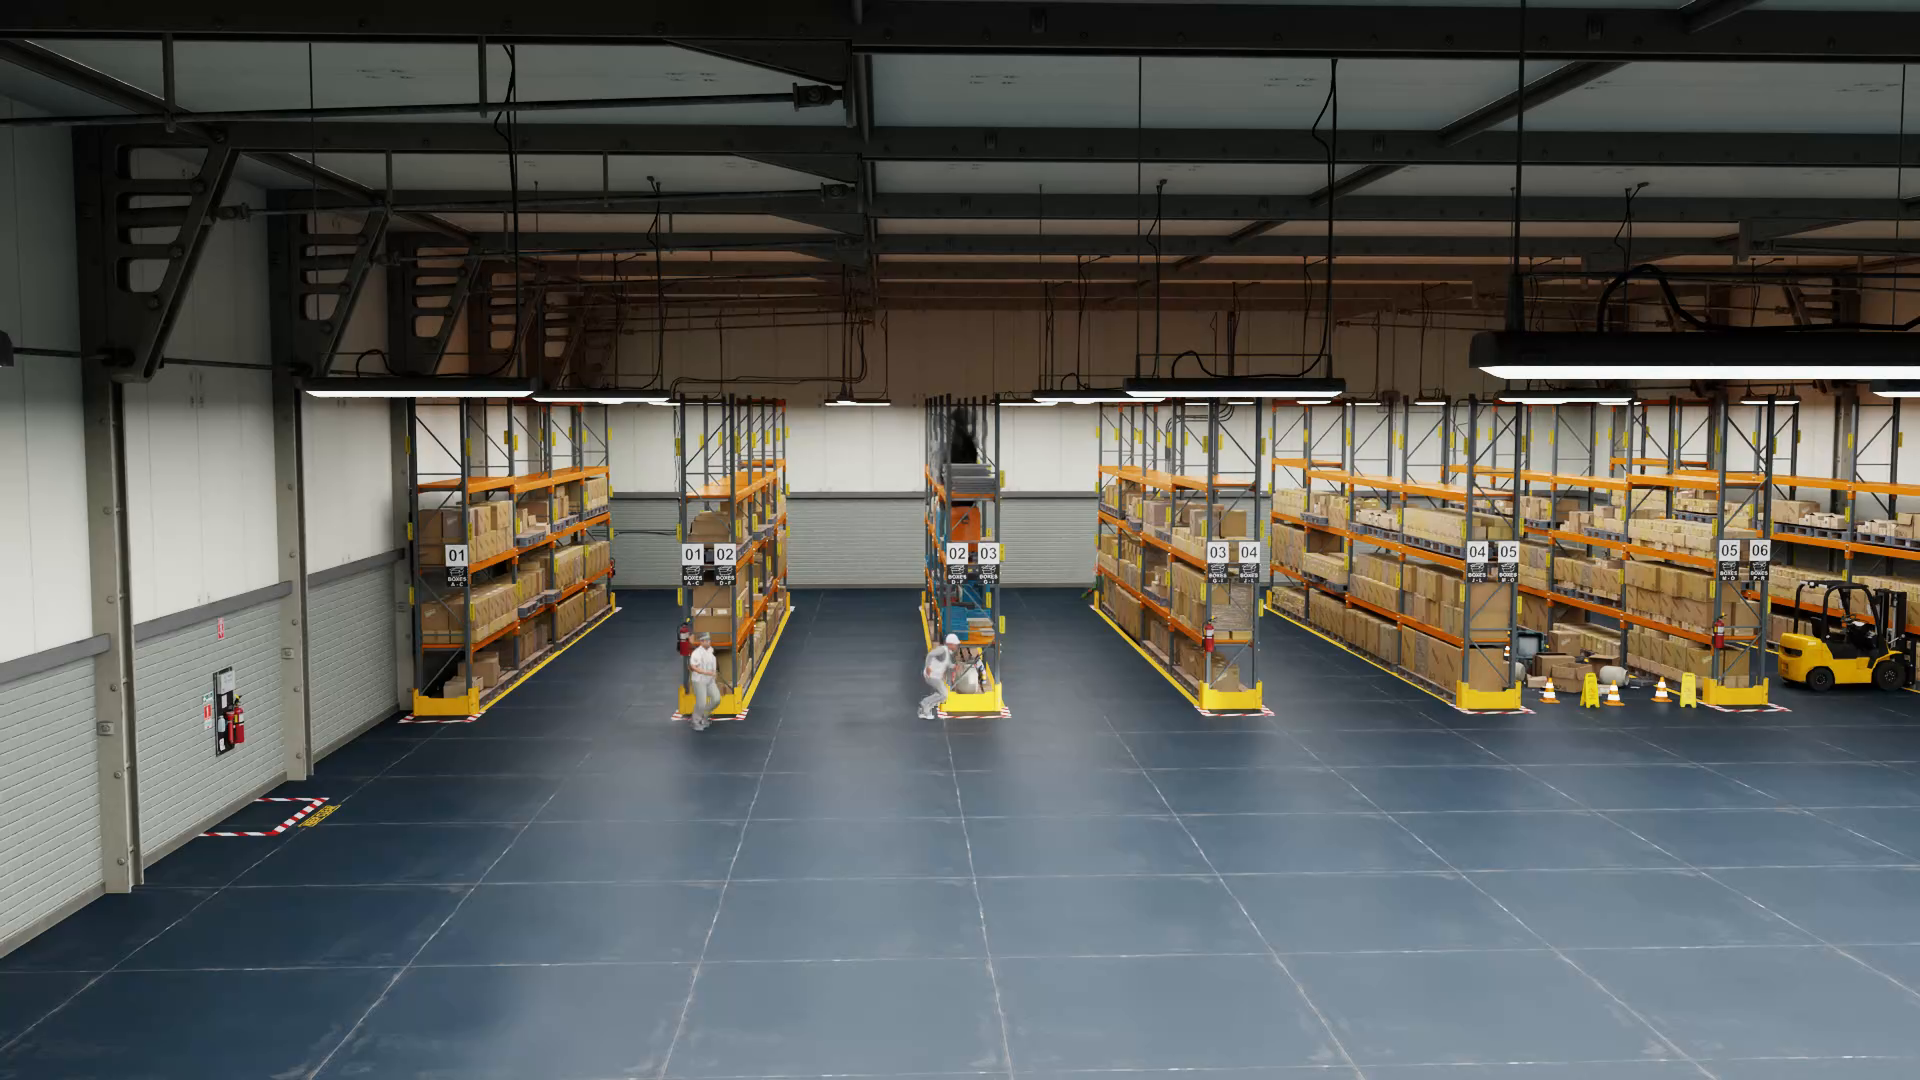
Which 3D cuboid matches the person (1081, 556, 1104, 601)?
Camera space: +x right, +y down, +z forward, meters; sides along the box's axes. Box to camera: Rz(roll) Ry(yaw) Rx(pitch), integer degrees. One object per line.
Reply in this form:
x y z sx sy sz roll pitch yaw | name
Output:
4.081 1.014 48.671 1.107 1.708 0.529 0 5 -1 | person

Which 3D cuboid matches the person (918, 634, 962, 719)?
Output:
-0.386 2.517 30.514 0.852 1.597 0.684 1 5 17 | person

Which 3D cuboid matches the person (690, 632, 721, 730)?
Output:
-4.514 2.513 29.669 0.660 1.773 0.694 3 6 35 | person
